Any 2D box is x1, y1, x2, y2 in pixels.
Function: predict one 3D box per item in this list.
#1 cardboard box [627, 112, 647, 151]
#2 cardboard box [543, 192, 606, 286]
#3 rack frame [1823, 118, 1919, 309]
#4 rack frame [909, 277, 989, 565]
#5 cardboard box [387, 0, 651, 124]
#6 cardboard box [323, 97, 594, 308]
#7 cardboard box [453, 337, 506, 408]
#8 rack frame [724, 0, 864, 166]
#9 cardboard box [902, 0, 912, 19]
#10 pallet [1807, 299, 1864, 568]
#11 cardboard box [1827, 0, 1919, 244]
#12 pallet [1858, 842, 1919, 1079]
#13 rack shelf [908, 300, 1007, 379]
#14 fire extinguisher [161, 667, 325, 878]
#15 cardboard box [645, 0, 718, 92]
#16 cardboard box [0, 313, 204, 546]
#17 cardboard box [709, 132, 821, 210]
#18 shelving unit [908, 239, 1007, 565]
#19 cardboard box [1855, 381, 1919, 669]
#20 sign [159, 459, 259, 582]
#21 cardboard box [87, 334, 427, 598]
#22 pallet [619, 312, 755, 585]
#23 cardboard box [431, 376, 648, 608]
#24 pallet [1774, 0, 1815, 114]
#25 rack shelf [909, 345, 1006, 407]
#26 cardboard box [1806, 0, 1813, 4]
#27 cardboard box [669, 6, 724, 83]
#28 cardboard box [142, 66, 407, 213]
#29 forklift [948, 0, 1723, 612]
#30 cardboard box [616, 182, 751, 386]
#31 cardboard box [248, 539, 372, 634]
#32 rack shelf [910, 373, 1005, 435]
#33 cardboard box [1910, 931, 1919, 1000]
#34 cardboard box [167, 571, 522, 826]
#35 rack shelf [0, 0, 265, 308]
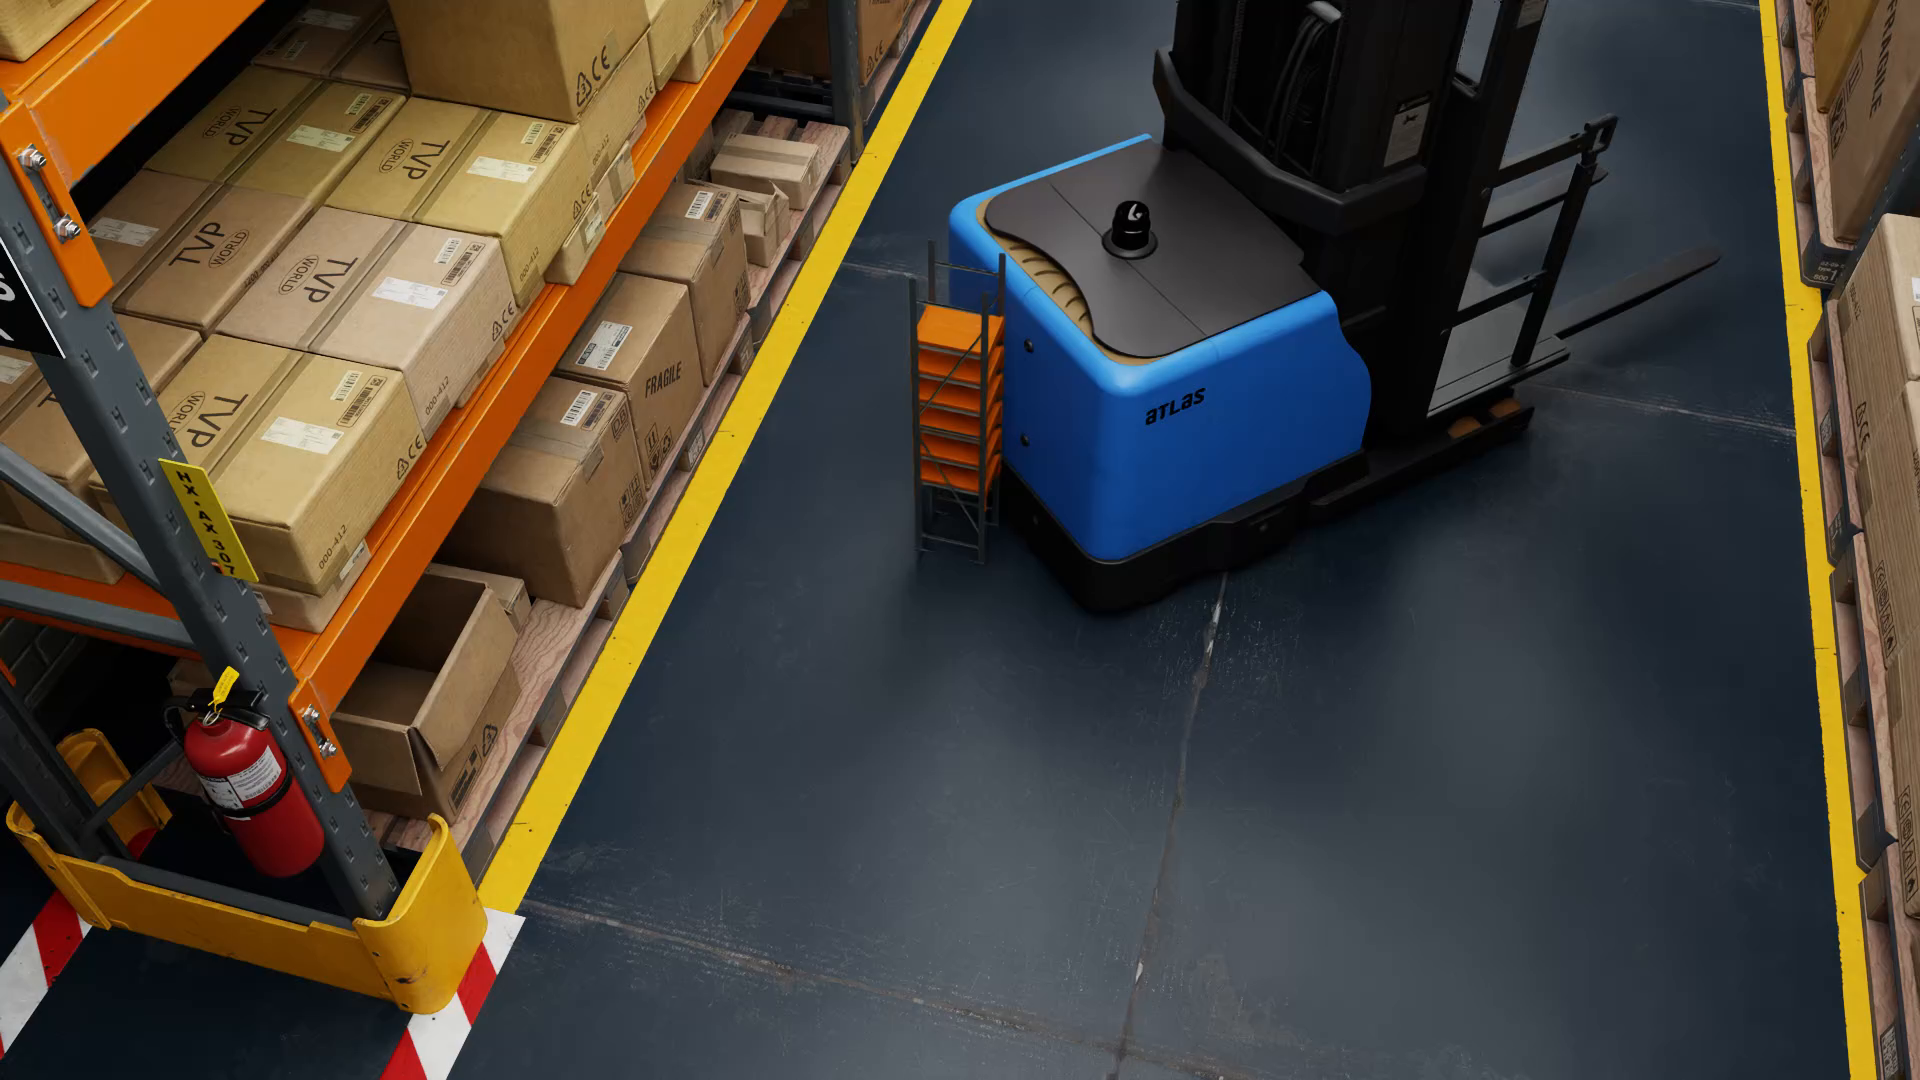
[{"bbox_3d":[-1.180,-1.271,5.039,0.380,0.149,0.250,11,50,10],"label":"cardboard box"},{"bbox_3d":[-1.231,-0.877,4.691,0.380,0.149,0.250,10,49,9],"label":"cardboard box"},{"bbox_3d":[3.873,-1.771,5.312,1.000,3.000,0.127,12,50,10],"label":"rack frame"},{"bbox_3d":[-0.033,-0.338,5.248,0.240,1.200,0.006,13,50,11],"label":"rack frame"},{"bbox_3d":[-1.196,-1.511,4.485,0.500,0.500,0.500,13,50,11],"label":"cardboard box"},{"bbox_3d":[-1.327,-0.910,4.454,0.500,0.250,0.500,11,49,9],"label":"cardboard box"},{"bbox_3d":[-1.435,-0.516,4.372,0.380,0.149,0.250,13,50,11],"label":"cardboard box"},{"bbox_3d":[-0.917,-2.748,6.174,1.000,3.000,0.127,12,50,10],"label":"rack frame"},{"bbox_3d":[-0.442,-2.752,7.565,0.500,0.500,0.500,11,49,10],"label":"cardboard box"},{"bbox_3d":[3.597,-0.313,5.886,1.003,0.211,1.213,12,50,10],"label":"pallet"},{"bbox_3d":[3.959,-1.671,6.361,0.875,0.875,0.875,13,50,11],"label":"cardboard box"},{"bbox_3d":[2.955,1.451,4.328,1.003,0.211,1.213,12,50,10],"label":"pallet"},{"bbox_3d":[-0.006,-0.613,5.070,0.258,0.103,0.180,13,50,11],"label":"rack shelf"},{"bbox_3d":[-1.562,0.492,3.615,0.296,0.674,0.183,12,50,10],"label":"fire extinguisher"},{"bbox_3d":[-1.077,-1.656,5.113,0.500,0.250,0.500,11,50,10],"label":"cardboard box"},{"bbox_3d":[-2.104,-0.288,3.905,0.500,0.250,0.500,13,50,11],"label":"cardboard box"},{"bbox_3d":[-0.780,-1.482,6.679,0.380,0.149,0.250,10,49,9],"label":"cardboard box"},{"bbox_3d":[-0.007,-0.404,5.306,0.258,1.200,0.189,13,50,11],"label":"shelving unit"},{"bbox_3d":[3.369,0.019,5.162,0.875,0.438,0.875,10,49,9],"label":"cardboard box"},{"bbox_3d":[-1.446,-0.034,3.202,0.100,0.325,0.005,12,50,10],"label":"sign"},{"bbox_3d":[-1.590,-0.178,3.808,0.500,0.250,0.500,12,50,10],"label":"cardboard box"},{"bbox_3d":[-1.418,-0.443,6.000,1.003,0.211,1.213,12,50,10],"label":"pallet"},{"bbox_3d":[-1.455,-0.200,5.313,0.700,0.500,0.500,13,50,12],"label":"cardboard box"},{"bbox_3d":[4.322,-2.306,7.645,1.003,0.211,1.213,12,50,10],"label":"pallet"},{"bbox_3d":[-0.007,-0.534,5.160,0.258,0.103,0.180,13,50,11],"label":"rack shelf"},{"bbox_3d":[4.425,-2.972,7.510,0.875,0.875,0.875,12,50,10],"label":"cardboard box"},{"bbox_3d":[-0.985,-1.624,5.350,0.380,0.149,0.250,11,49,9],"label":"cardboard box"},{"bbox_3d":[-1.833,-1.018,4.550,0.500,0.250,0.500,13,50,11],"label":"cardboard box"},{"bbox_3d":[1.480,-1.571,5.182,3.031,2.935,1.130,-24,53,-20],"label":"forklift"},{"bbox_3d":[-1.181,-0.951,5.976,0.700,0.500,0.500,10,49,9],"label":"cardboard box"},{"bbox_3d":[-1.618,0.045,3.877,0.380,0.149,0.250,11,50,10],"label":"cardboard box"},{"bbox_3d":[-0.007,-0.454,5.250,0.258,0.103,0.180,13,50,11],"label":"rack shelf"},{"bbox_3d":[2.897,1.334,4.001,0.875,0.438,0.875,10,49,9],"label":"cardboard box"},{"bbox_3d":[-1.717,0.409,4.773,0.797,0.503,0.637,10,49,9],"label":"cardboard box"},{"bbox_3d":[-1.443,-2.055,4.043,1.077,0.370,4.000,12,50,10],"label":"rack shelf"}]
